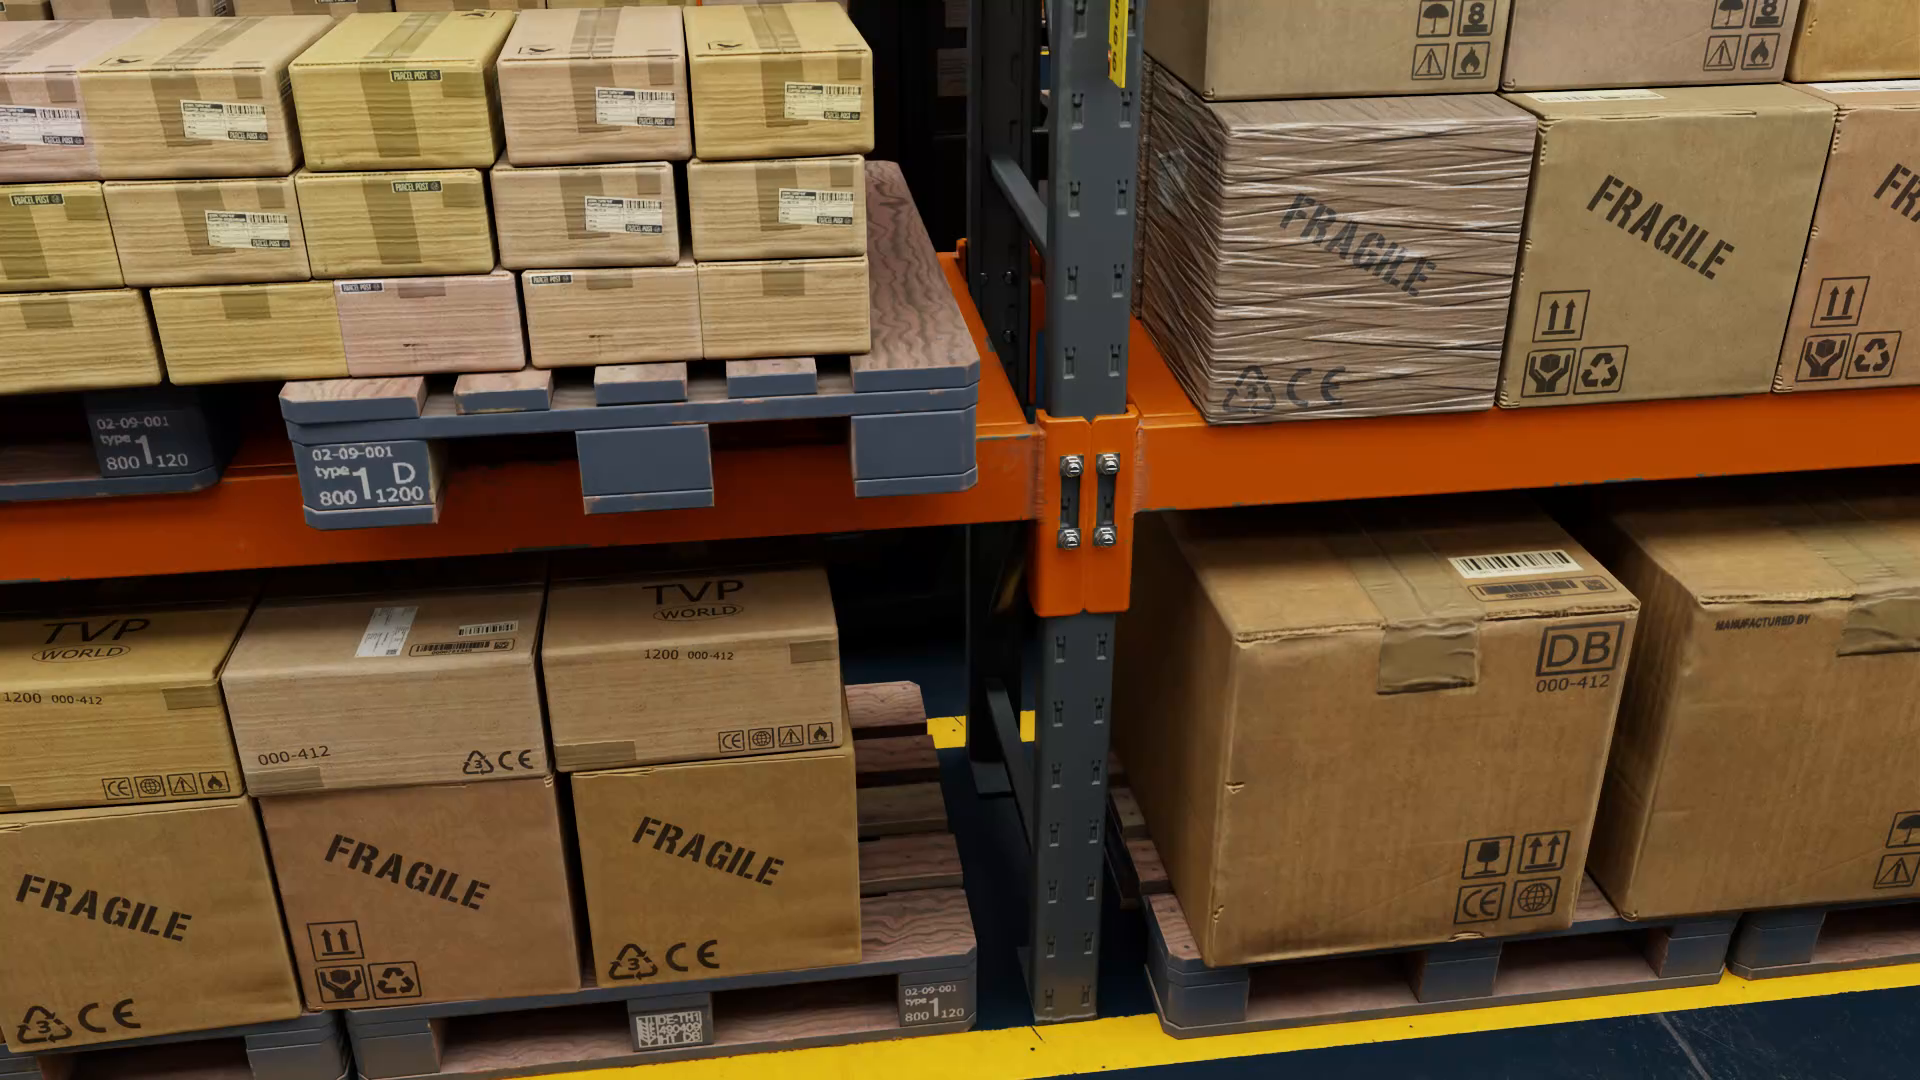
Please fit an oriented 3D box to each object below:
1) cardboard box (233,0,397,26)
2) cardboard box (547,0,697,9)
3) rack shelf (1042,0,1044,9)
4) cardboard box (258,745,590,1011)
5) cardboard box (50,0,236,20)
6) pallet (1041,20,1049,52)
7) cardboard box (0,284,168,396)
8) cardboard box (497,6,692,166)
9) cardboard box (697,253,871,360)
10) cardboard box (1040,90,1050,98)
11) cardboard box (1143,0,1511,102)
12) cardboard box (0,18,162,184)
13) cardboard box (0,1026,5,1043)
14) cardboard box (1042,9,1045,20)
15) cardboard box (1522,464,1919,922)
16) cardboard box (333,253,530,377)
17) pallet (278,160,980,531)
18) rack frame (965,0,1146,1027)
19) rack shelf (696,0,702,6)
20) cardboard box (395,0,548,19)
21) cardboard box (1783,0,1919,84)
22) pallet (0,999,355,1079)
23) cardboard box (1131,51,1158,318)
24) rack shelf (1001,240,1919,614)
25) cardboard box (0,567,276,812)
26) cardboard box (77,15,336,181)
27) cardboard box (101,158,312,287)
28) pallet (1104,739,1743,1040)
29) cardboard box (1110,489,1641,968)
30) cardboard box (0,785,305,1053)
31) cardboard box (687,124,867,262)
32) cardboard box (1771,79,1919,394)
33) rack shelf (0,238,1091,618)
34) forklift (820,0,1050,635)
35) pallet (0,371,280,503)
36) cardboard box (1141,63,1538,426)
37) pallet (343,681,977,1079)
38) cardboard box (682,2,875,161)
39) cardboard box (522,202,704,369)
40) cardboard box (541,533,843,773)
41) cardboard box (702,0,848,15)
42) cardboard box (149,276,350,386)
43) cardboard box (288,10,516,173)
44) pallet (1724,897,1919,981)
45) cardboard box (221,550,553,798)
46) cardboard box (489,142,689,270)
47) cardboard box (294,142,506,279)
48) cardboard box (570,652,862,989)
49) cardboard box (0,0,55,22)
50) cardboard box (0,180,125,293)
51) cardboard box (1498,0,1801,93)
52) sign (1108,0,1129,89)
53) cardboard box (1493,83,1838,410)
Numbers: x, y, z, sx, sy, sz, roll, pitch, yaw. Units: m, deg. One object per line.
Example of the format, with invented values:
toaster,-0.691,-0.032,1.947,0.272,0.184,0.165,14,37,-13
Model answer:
cardboard box,-1.112,-0.936,2.951,0.250,0.149,0.380,-5,28,-9
cardboard box,-0.606,-0.966,3.010,0.250,0.149,0.380,-4,27,-9
rack shelf,1.335,-2.625,7.867,4.000,0.370,1.077,-4,27,-7
cardboard box,-0.985,0.530,3.209,0.500,0.500,0.500,-3,27,-5
cardboard box,-1.379,-0.918,2.916,0.250,0.149,0.380,-2,27,-5
pallet,0.686,-3.931,12.681,1.213,0.211,1.003,-4,27,-7
cardboard box,-1.294,-0.359,2.478,0.250,0.149,0.380,-5,28,-9
cardboard box,-0.526,-0.673,2.439,0.250,0.149,0.380,-4,27,-8
cardboard box,-0.280,-0.422,2.602,0.250,0.149,0.380,-3,27,-6
cardboard box,0.645,-1.917,8.119,0.625,0.372,0.950,-4,27,-8
cardboard box,0.591,-1.100,2.902,0.500,0.500,0.700,-4,27,-7
cardboard box,-1.289,-0.625,2.345,0.250,0.149,0.380,-4,27,-7
cardboard box,-2.007,0.593,3.087,0.500,0.500,0.500,-3,27,-6
cardboard box,0.592,-4.313,12.511,0.625,0.625,0.875,-5,28,-9
cardboard box,1.625,0.173,3.632,0.750,0.750,1.050,-3,27,-6
cardboard box,-0.781,-0.391,2.541,0.250,0.149,0.380,-3,27,-6
pallet,-0.546,-0.407,2.968,1.003,0.211,1.213,-4,27,-7
rack frame,0.145,-0.586,3.107,0.127,3.000,1.000,-4,27,-7
rack shelf,-2.626,-2.370,7.372,4.000,0.370,1.077,-4,27,-7
cardboard box,-0.849,-0.952,2.984,0.250,0.149,0.380,-4,27,-7
cardboard box,1.599,-1.166,3.032,0.500,0.500,0.700,-4,27,-8
pallet,-1.835,0.780,3.499,1.213,0.211,1.003,-4,27,-7
cardboard box,0.553,-0.781,3.376,0.500,0.500,0.500,-4,27,-7
rack shelf,2.125,-0.393,3.519,4.000,0.370,1.077,-4,27,-7
cardboard box,-1.500,0.230,2.973,0.500,0.250,0.500,-3,27,-6
cardboard box,-1.049,-0.637,2.370,0.250,0.149,0.380,-3,27,-6
cardboard box,-1.053,-0.505,2.438,0.250,0.149,0.380,-4,27,-7
pallet,0.936,0.638,3.775,1.213,0.211,1.003,-4,27,-7
cardboard box,0.760,0.230,3.521,0.750,0.750,1.050,-4,27,-8
cardboard box,-1.507,0.571,3.129,0.500,0.500,0.500,-5,28,-9
cardboard box,-0.281,-0.556,2.538,0.250,0.149,0.380,-3,27,-6
cardboard box,1.629,-0.603,3.029,0.500,0.500,0.500,-4,27,-7
rack shelf,-1.836,-0.139,3.023,4.000,0.370,1.077,-4,27,-7
forklift,-0.581,-1.213,4.403,3.031,2.935,1.130,-7,28,-13
pallet,-1.810,-0.356,2.869,1.213,0.211,1.003,-4,27,-7
cardboard box,0.627,-0.537,2.902,0.500,0.500,0.500,-3,27,-7
pallet,-0.629,0.703,3.648,1.213,0.211,1.003,-4,27,-7
cardboard box,-0.277,-0.688,2.468,0.250,0.149,0.380,-5,28,-9
cardboard box,-0.526,-0.407,2.573,0.250,0.149,0.380,-4,27,-7
cardboard box,-0.496,0.167,3.095,0.500,0.250,0.500,-4,27,-8
cardboard box,-0.344,-0.984,3.045,0.250,0.149,0.380,-4,27,-7
cardboard box,-1.028,-0.376,2.513,0.250,0.149,0.380,-4,27,-8
cardboard box,-0.785,-0.656,2.406,0.250,0.149,0.380,-3,27,-6
pallet,2.141,0.562,3.923,1.213,0.211,1.003,-4,27,-7
cardboard box,-0.995,0.205,3.022,0.500,0.250,0.500,-3,27,-6
cardboard box,-0.545,-0.539,2.503,0.250,0.149,0.380,-3,27,-5
cardboard box,-0.805,-0.521,2.468,0.250,0.149,0.380,-3,27,-6
cardboard box,-0.471,0.499,3.270,0.500,0.500,0.500,-4,27,-7
cardboard box,-1.641,-0.900,2.881,0.250,0.149,0.380,-3,27,-6
cardboard box,-1.300,-0.490,2.409,0.250,0.149,0.380,-4,27,-7
cardboard box,1.091,-1.132,2.966,0.500,0.500,0.700,-4,27,-8
sign,0.230,-0.821,2.384,0.005,0.325,0.100,-4,27,-7
cardboard box,1.130,-0.571,2.967,0.500,0.500,0.500,-4,27,-8
